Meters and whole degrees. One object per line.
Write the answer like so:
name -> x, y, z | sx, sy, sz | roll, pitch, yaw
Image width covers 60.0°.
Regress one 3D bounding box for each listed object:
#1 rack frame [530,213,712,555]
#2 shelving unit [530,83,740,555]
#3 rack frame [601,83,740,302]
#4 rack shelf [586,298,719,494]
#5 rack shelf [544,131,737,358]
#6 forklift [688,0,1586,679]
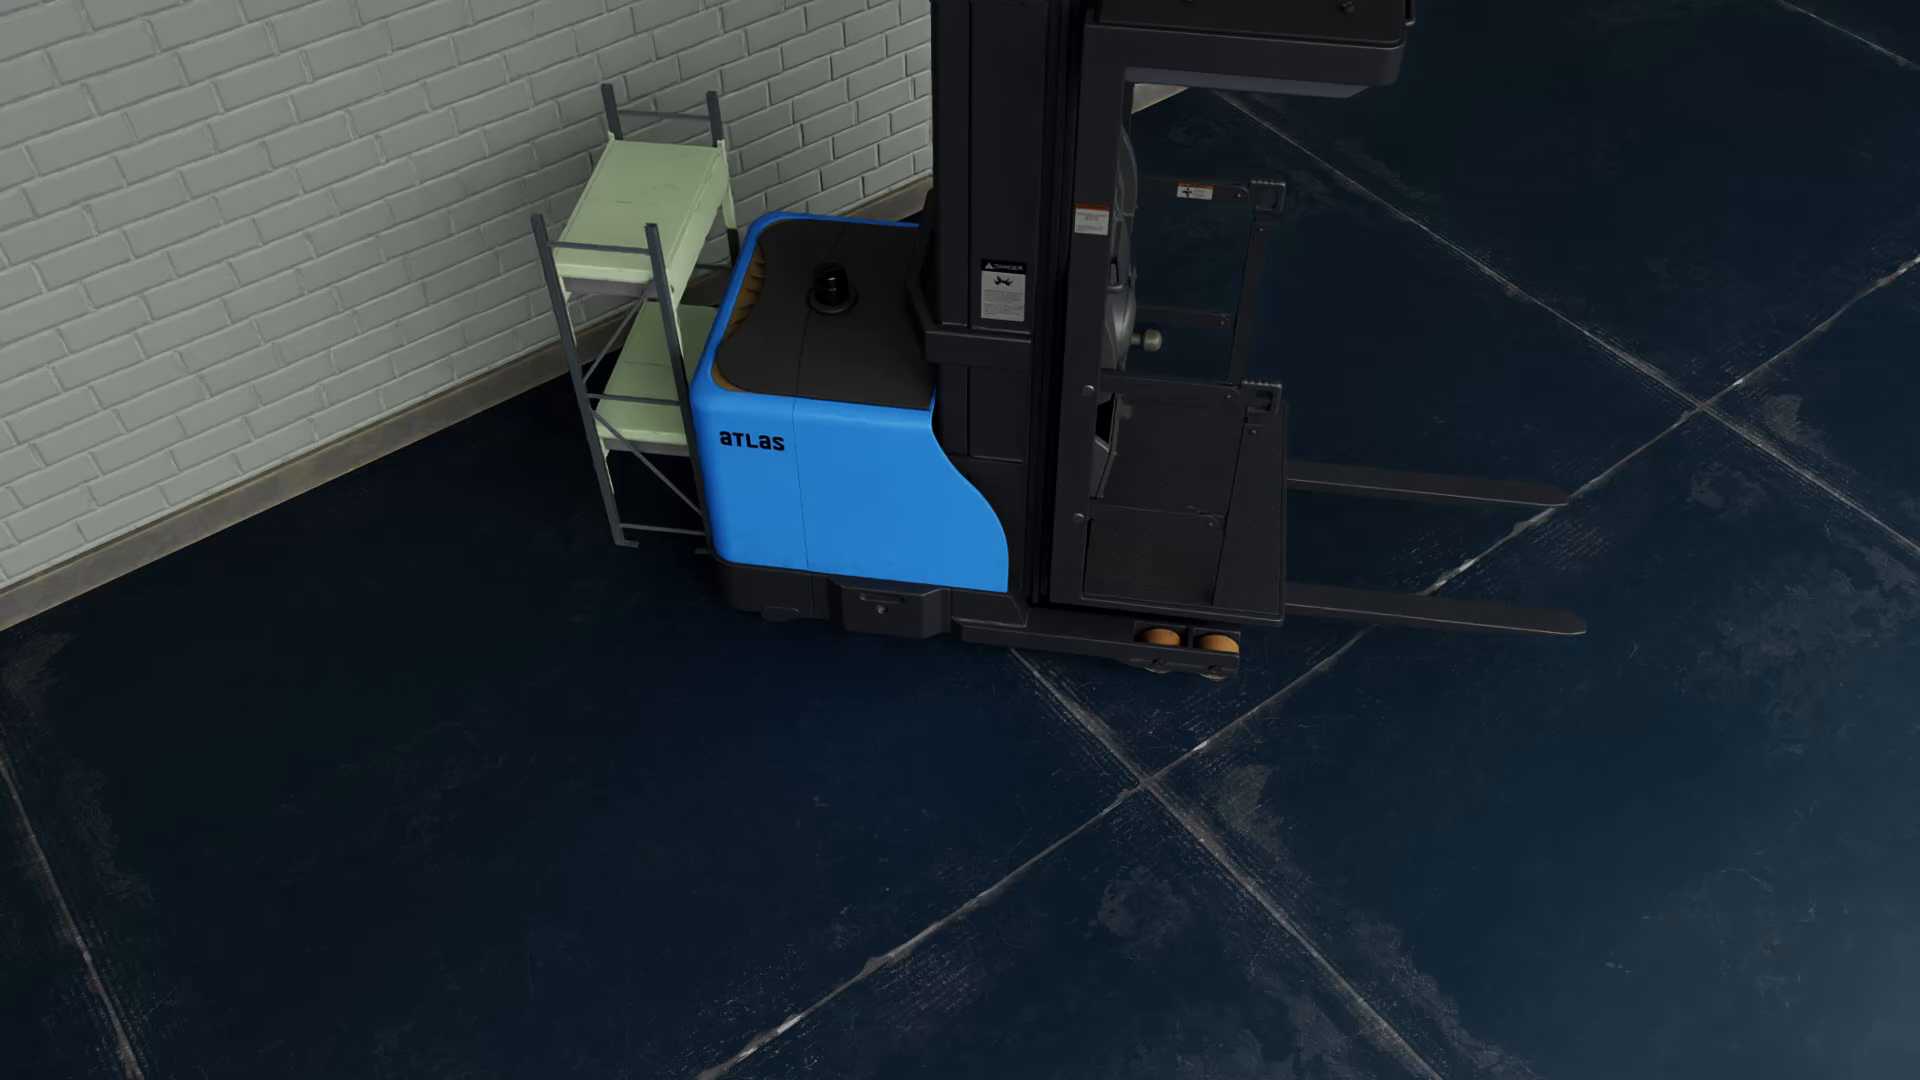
rack frame -> -1.111, -0.476, 5.662 | 0.400, 1.500, 0.023 | 6, 48, 7
shelving unit -> -1.054, -0.744, 5.905 | 0.431, 1.500, 0.755 | 6, 48, 7
rack frame -> -0.998, -1.011, 6.148 | 0.400, 1.500, 0.023 | 6, 48, 7
rack shelf -> -1.047, -0.524, 6.146 | 0.431, 0.370, 0.720 | 6, 48, 7
rack shelf -> -1.063, -1.007, 5.617 | 0.431, 0.370, 0.720 | 6, 48, 7
forklift -> 0.682, -0.922, 5.108 | 3.031, 2.935, 1.130 | 6, 48, 5
